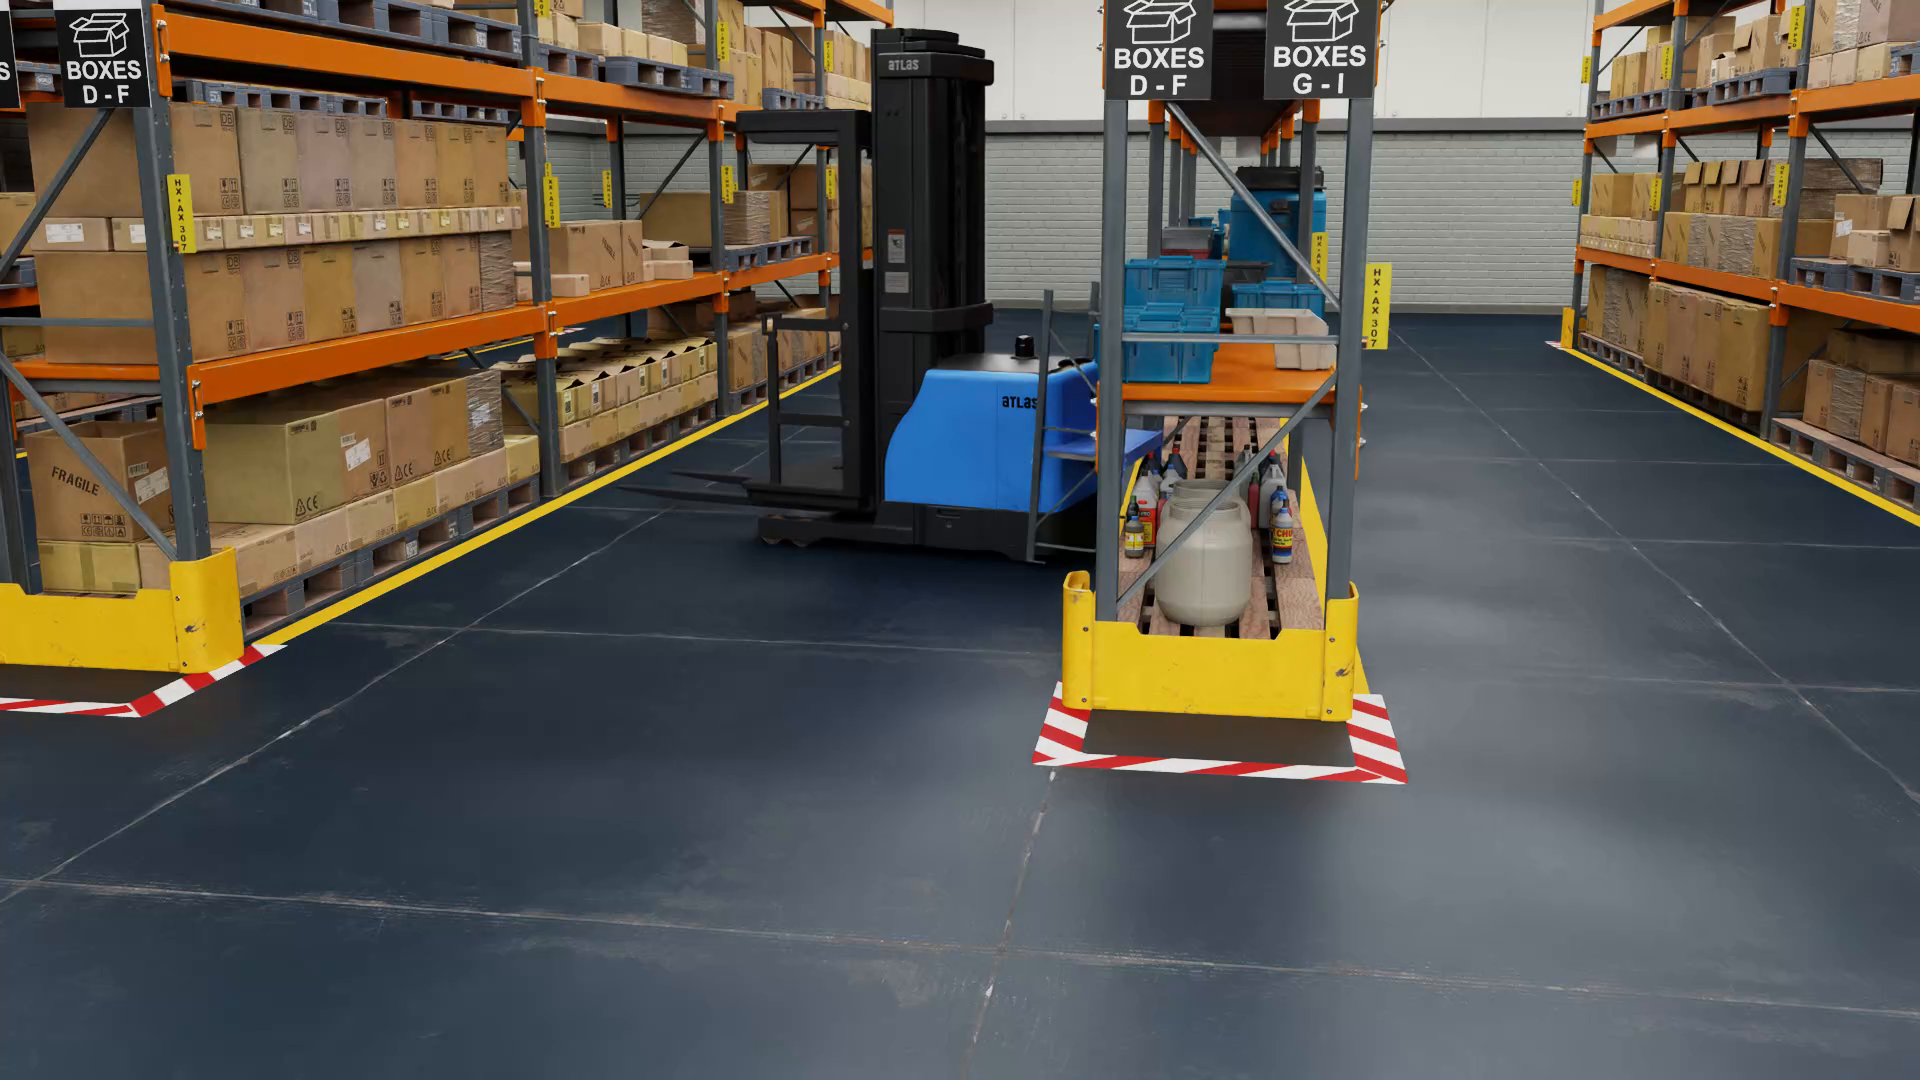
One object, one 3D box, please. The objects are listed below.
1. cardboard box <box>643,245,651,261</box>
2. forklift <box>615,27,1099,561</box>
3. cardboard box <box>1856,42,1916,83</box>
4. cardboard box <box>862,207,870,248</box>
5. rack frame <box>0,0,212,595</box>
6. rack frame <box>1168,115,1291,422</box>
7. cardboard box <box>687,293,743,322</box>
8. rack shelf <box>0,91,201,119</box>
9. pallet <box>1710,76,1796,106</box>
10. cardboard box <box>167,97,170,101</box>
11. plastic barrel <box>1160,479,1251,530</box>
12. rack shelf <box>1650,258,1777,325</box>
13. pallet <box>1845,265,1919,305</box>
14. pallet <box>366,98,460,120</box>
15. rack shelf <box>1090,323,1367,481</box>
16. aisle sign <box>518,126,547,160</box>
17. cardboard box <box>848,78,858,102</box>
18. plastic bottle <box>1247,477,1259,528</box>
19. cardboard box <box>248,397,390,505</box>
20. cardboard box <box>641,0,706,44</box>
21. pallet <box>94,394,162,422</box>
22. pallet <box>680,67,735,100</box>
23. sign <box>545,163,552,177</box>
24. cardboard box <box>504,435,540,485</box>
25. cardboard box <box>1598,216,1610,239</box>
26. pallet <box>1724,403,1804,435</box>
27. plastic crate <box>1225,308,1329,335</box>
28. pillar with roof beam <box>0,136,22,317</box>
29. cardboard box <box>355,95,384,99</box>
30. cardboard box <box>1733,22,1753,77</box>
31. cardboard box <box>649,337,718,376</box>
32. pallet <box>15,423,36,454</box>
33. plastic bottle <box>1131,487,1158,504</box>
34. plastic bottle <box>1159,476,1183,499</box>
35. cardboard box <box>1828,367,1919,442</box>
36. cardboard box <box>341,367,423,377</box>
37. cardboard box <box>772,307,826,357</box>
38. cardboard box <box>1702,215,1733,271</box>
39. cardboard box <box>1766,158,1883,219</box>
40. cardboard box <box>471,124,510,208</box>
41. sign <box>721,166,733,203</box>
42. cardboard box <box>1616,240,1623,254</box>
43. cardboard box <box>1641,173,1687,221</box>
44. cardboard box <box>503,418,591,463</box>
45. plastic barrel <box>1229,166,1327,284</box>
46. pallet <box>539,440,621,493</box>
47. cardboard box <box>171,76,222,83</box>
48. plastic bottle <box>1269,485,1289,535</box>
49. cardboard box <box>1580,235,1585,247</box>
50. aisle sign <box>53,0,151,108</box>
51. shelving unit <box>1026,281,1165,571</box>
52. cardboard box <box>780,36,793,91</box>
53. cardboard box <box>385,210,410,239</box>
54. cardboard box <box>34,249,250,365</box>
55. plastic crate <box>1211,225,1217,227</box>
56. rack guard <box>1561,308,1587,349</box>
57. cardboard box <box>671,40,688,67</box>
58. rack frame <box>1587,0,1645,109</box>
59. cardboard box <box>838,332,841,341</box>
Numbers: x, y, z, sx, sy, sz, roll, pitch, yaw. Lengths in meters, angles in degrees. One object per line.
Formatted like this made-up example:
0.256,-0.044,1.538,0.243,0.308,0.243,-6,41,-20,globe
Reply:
-2.942,-2.381,14.133,0.500,0.311,0.500,2,12,8,cardboard box
-0.656,-1.493,9.963,3.031,2.935,1.130,5,13,22,forklift
6.702,-3.372,11.755,0.500,0.250,0.500,2,12,10,cardboard box
-1.419,-3.900,20.732,0.500,0.500,0.500,2,12,8,cardboard box
-3.844,-0.939,7.231,1.000,3.000,0.127,2,12,9,rack frame
2.280,-2.443,14.210,1.000,3.000,0.127,2,12,9,rack frame
-2.544,-2.391,17.079,0.500,0.250,0.500,2,12,8,cardboard box
-7.816,-3.462,13.527,1.077,0.370,4.000,2,12,9,rack shelf
7.390,-4.025,14.879,1.003,0.211,1.213,2,12,11,pallet
-7.353,-4.038,14.654,0.500,0.311,0.500,2,12,9,cardboard box
1.153,-0.011,7.831,0.421,0.512,0.421,0,12,0,plastic barrel
7.482,-2.347,15.473,1.077,0.370,4.000,2,12,9,rack shelf
6.910,-1.775,11.567,1.003,0.211,1.213,2,12,9,pallet
-6.757,-5.190,20.045,1.003,0.211,1.213,2,12,9,pallet
1.358,-0.842,8.490,1.077,0.370,4.000,2,12,9,rack shelf
-5.971,-5.706,23.177,0.394,0.787,0.004,2,12,9,aisle sign
-1.514,-5.375,19.866,0.500,0.250,0.500,2,12,9,cardboard box
1.638,-0.217,9.282,0.061,0.283,0.133,2,12,9,plastic bottle
-3.402,-0.480,8.850,0.500,0.500,0.500,2,12,9,cardboard box
-2.540,-4.699,14.947,0.500,0.500,0.500,2,12,9,cardboard box
-7.630,-1.238,15.238,1.003,0.211,1.213,2,12,9,pallet
-2.629,-3.834,13.993,1.213,0.211,1.003,2,12,11,pallet
-5.744,-5.091,23.185,0.100,0.325,0.005,2,12,9,sign
-3.084,-0.529,10.859,0.500,0.250,0.500,2,12,9,cardboard box
7.910,-3.716,19.766,0.500,0.250,0.500,1,12,7,cardboard box
7.370,-1.081,14.509,1.003,0.211,1.213,2,12,9,pallet
1.666,-1.135,8.767,0.530,0.136,0.437,2,12,9,plastic crate
-4.310,-5.315,13.294,9.100,9.000,0.400,2,12,9,pillar with roof beam
-7.020,-5.394,19.904,0.500,0.250,0.500,2,12,9,cardboard box
7.468,-4.431,15.070,0.797,0.503,0.637,2,12,8,cardboard box
-2.451,-1.623,14.601,0.500,0.311,0.500,2,12,10,cardboard box
-8.006,-0.730,12.881,1.003,0.211,1.213,2,12,9,pallet
0.987,-0.138,8.936,0.152,0.276,0.135,2,12,7,plastic bottle
1.187,-0.212,9.278,0.152,0.276,0.135,2,12,9,plastic bottle
7.019,-1.020,12.494,0.700,0.500,0.500,1,12,4,cardboard box
-3.678,-0.809,10.376,0.500,0.500,0.500,2,12,9,cardboard box
-1.791,-2.318,18.519,0.500,0.500,0.500,2,12,8,cardboard box
7.244,-2.760,15.443,0.500,0.500,0.500,2,12,10,cardboard box
7.303,-2.974,14.053,0.797,0.503,0.637,2,12,11,cardboard box
-3.291,-2.362,10.518,0.700,0.500,0.500,2,12,9,cardboard box
-2.064,-3.153,14.756,0.100,0.325,0.005,2,12,9,sign
7.710,-3.334,18.940,0.380,0.149,0.250,2,12,8,cardboard box
7.596,-3.658,17.718,0.500,0.500,0.500,2,12,10,cardboard box
-2.922,-0.709,11.692,0.500,0.250,0.500,2,12,7,cardboard box
2.024,-1.926,10.621,0.600,0.901,0.708,2,12,9,plastic barrel
-3.154,-0.563,12.106,1.003,0.211,1.213,2,12,9,pallet
-7.492,-4.595,15.794,0.700,0.500,0.500,1,12,4,cardboard box
1.736,-0.161,9.051,0.097,0.271,0.097,0,12,0,plastic bottle
8.024,-3.762,20.926,0.380,0.149,0.250,2,12,9,cardboard box
-3.551,-2.186,6.847,0.394,0.787,0.004,2,12,9,aisle sign
0.813,-0.679,9.480,0.538,1.500,1.048,7,13,18,shelving unit
-2.149,-5.104,17.965,0.600,0.600,0.600,1,12,3,cardboard box
-3.293,-1.754,9.237,0.380,0.149,0.250,2,12,11,cardboard box
-3.759,-1.085,7.669,0.700,0.500,0.500,2,12,9,cardboard box
3.046,-3.878,21.124,0.416,0.233,0.300,2,12,9,plastic crate
8.409,-2.731,21.479,1.175,0.500,0.348,2,12,9,rack guard
-2.628,-4.106,14.167,0.500,0.250,0.500,1,12,4,cardboard box
8.405,-6.881,20.560,1.000,3.000,0.127,2,12,9,rack frame
-1.597,-2.528,20.284,0.380,0.166,0.250,2,12,9,cardboard box
